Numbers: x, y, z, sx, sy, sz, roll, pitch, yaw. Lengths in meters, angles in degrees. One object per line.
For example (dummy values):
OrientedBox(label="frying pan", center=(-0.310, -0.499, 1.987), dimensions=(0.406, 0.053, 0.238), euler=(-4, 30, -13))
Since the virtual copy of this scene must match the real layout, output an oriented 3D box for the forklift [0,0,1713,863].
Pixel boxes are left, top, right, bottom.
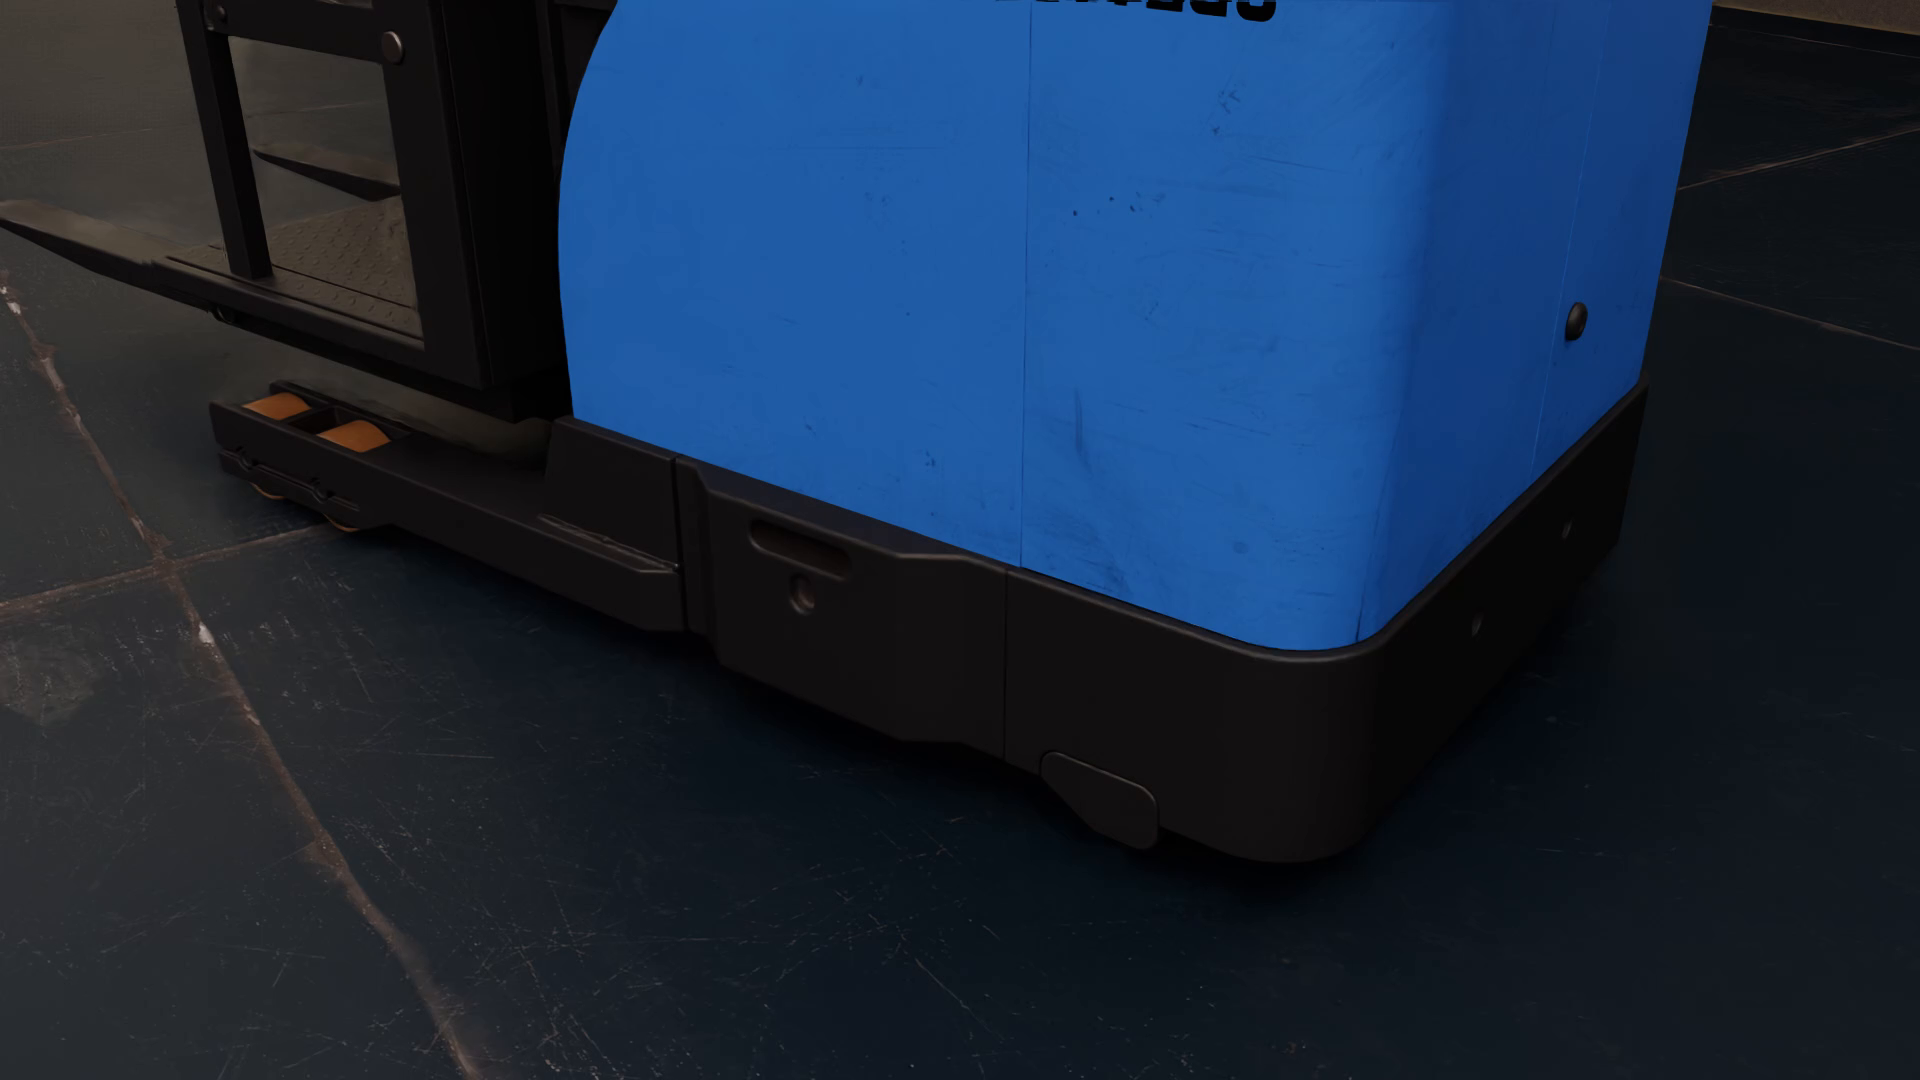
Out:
OrientedBox(label="forklift", center=(-0.551, -1.492, 2.205), dimensions=(3.031, 2.935, 1.130), euler=(18, 32, 32))
